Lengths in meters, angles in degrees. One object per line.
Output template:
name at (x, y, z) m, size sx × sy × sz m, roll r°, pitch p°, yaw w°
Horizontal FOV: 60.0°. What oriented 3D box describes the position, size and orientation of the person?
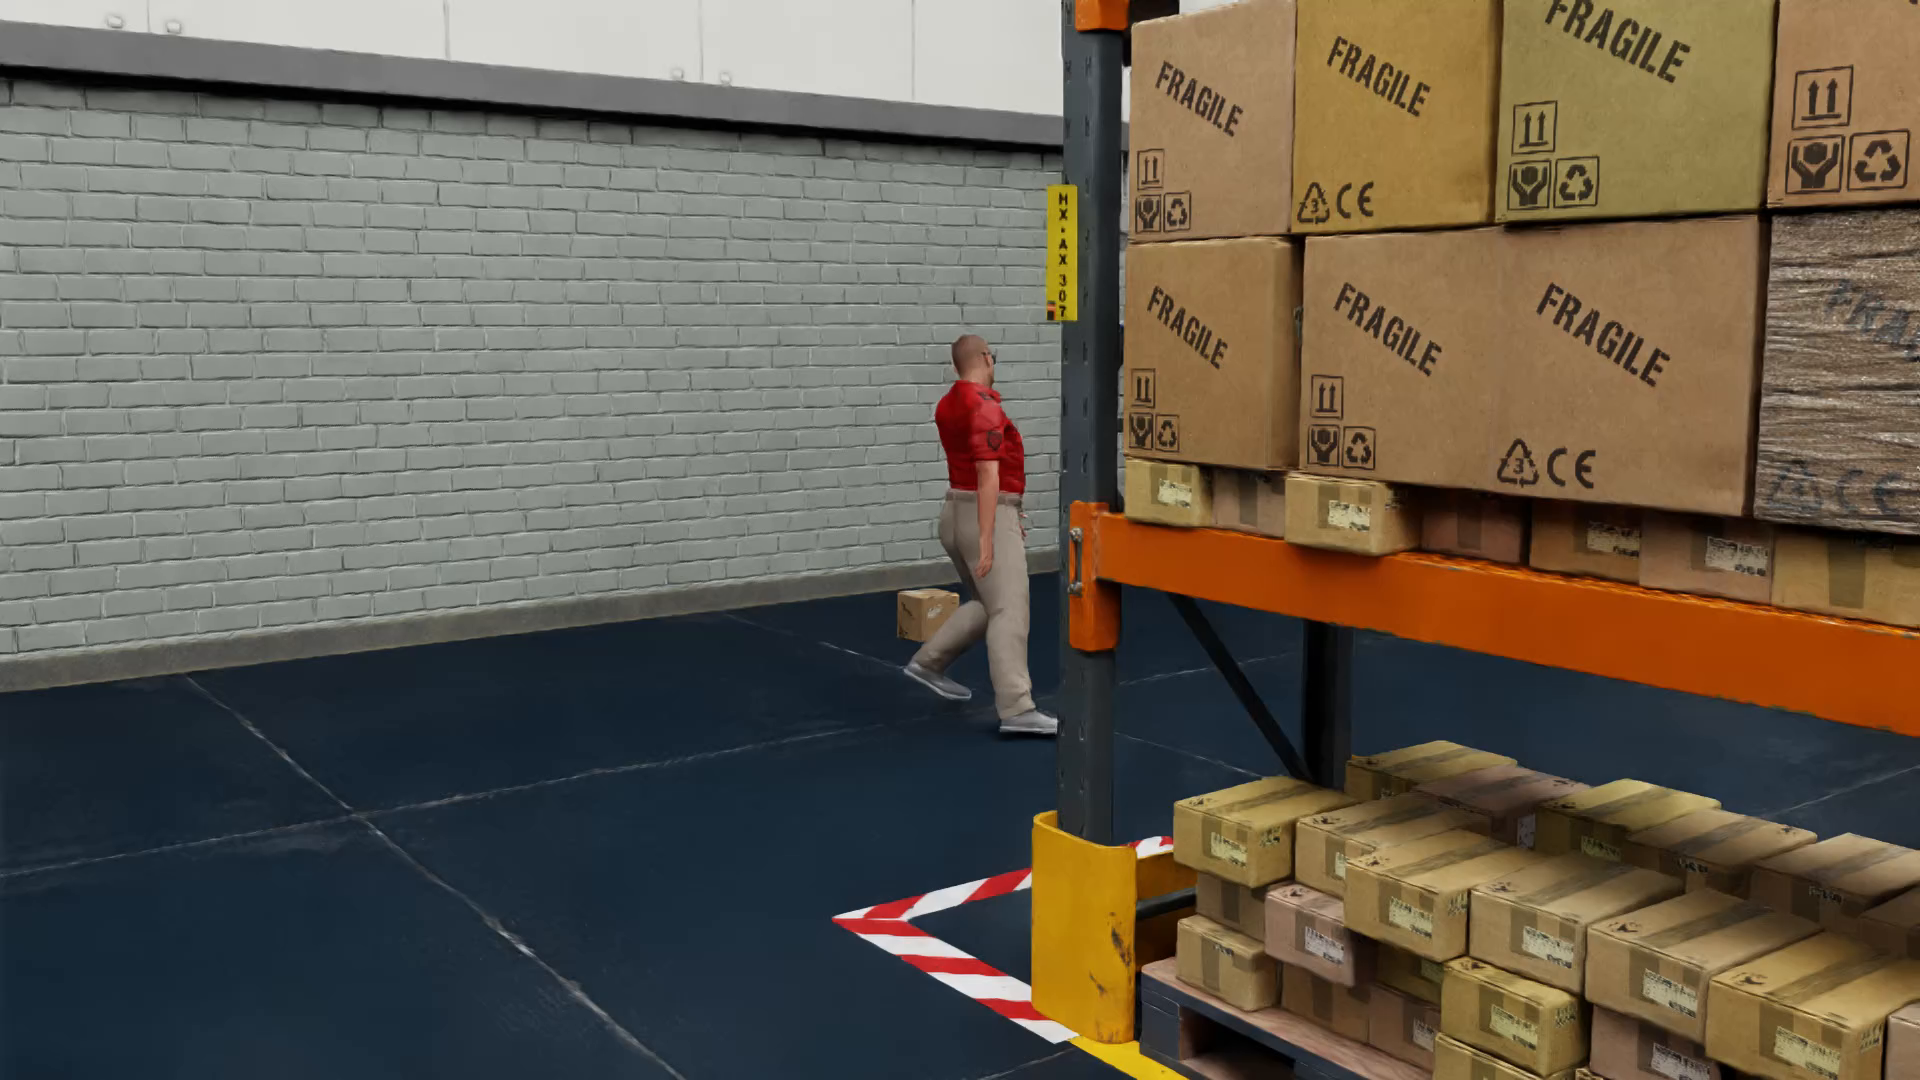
person at (0.154, -0.036, 7.222) m, size 0.539 × 1.709 × 0.707 m, roll -4°, pitch 9°, yaw -28°
